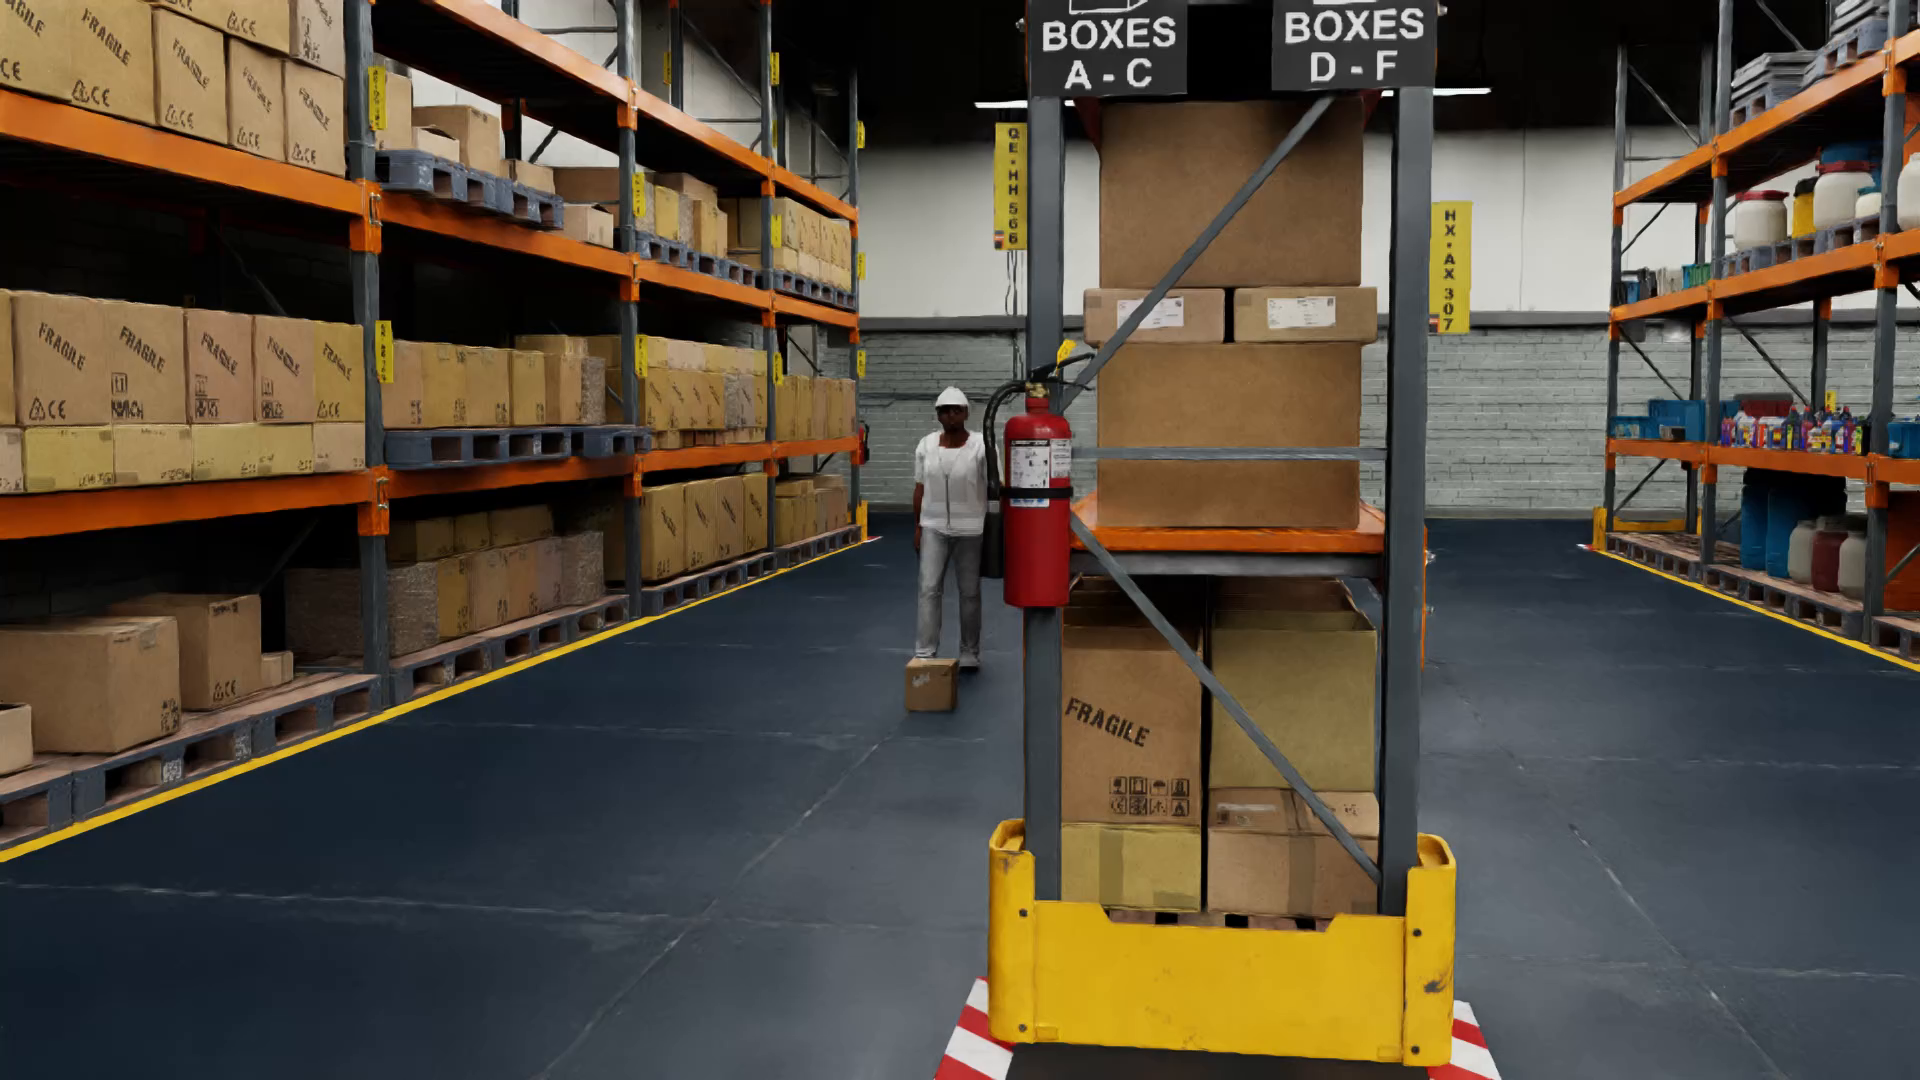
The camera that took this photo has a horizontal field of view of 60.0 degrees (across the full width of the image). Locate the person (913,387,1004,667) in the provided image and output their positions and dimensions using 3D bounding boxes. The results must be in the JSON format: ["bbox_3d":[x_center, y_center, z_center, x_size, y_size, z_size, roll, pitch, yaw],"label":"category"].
[{"bbox_3d":[-0.031,-0.058,10.114,0.597,1.739,0.795,1,5,10],"label":"person"}]
